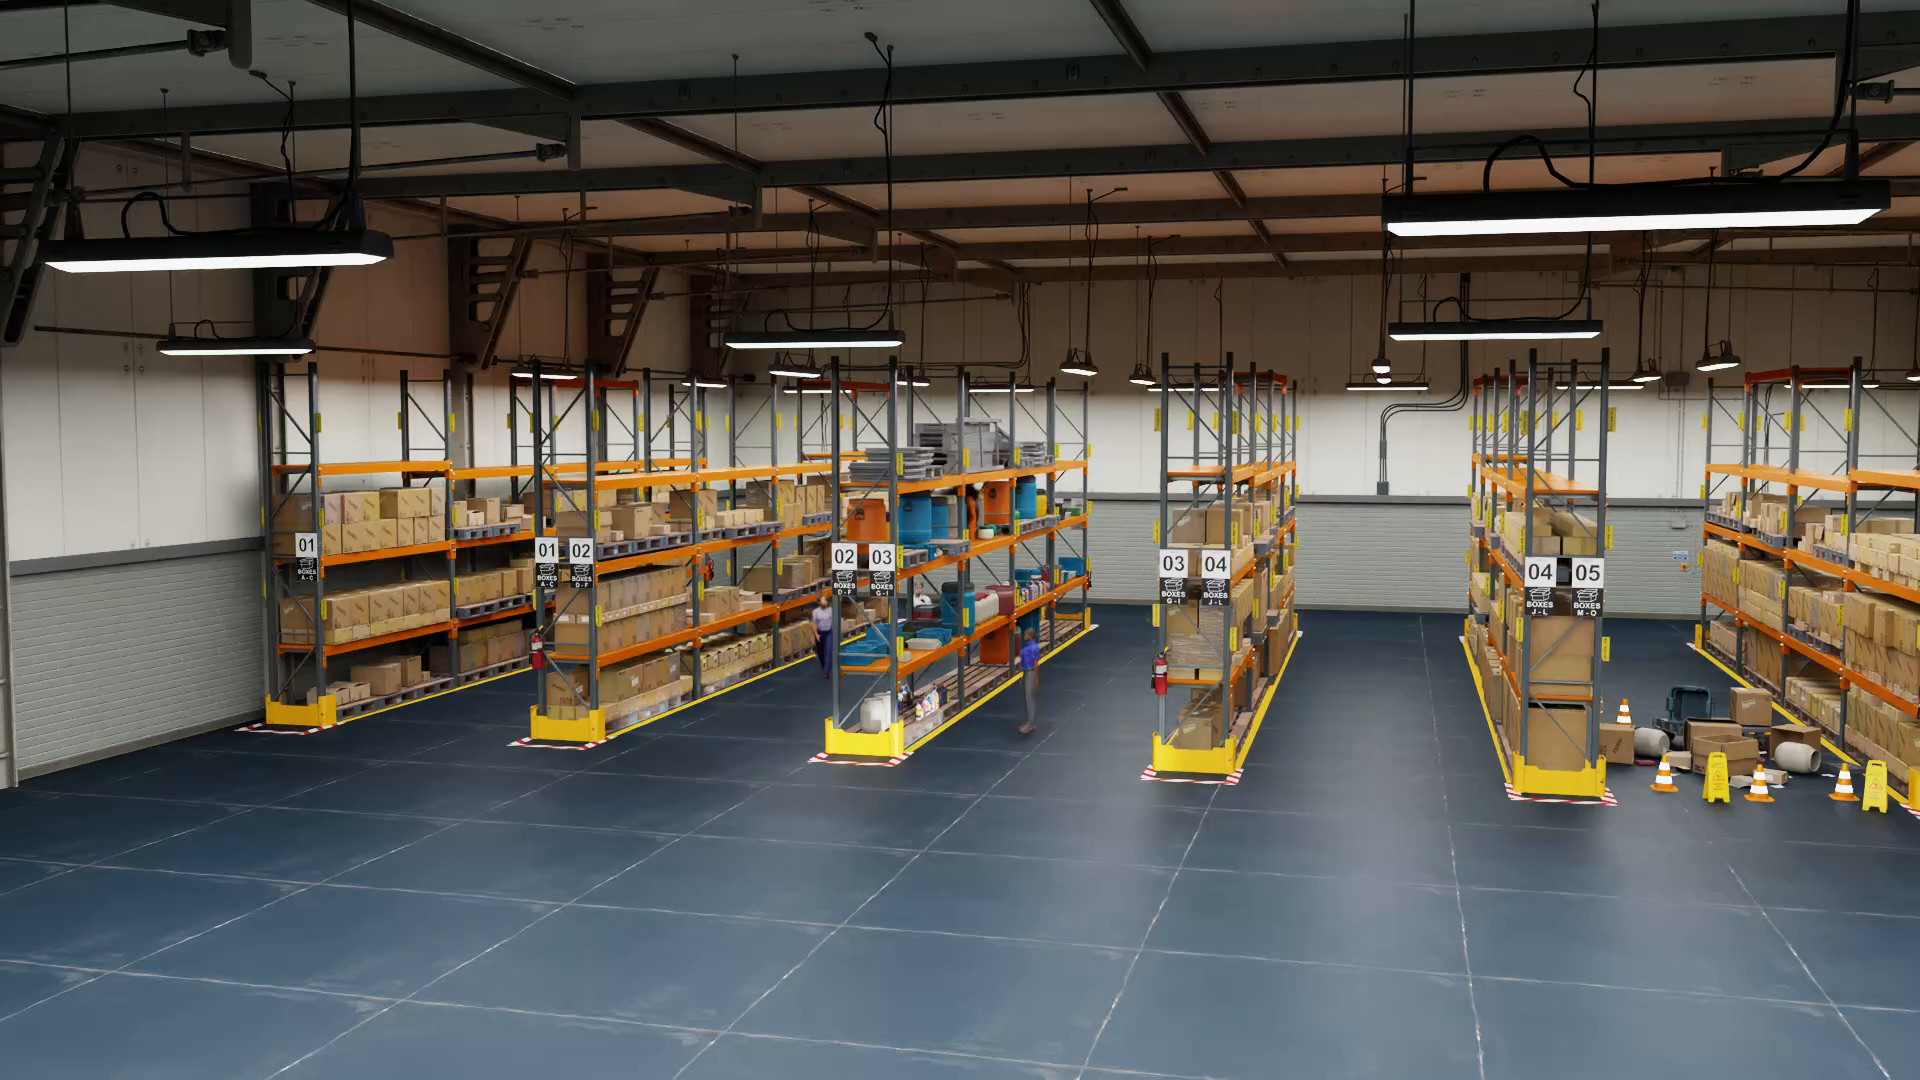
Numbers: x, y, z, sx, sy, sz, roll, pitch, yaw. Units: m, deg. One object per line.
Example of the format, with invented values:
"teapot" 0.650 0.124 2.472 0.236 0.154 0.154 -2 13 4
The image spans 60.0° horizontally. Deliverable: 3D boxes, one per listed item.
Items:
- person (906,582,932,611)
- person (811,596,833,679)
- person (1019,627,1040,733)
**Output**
"person" -0.842 1.719 34.141 0.649 1.739 0.805 1 4 19
"person" -2.652 1.885 32.370 0.455 1.577 0.977 1 4 8
"person" 1.102 2.270 27.121 0.409 1.673 0.602 -1 4 -11
